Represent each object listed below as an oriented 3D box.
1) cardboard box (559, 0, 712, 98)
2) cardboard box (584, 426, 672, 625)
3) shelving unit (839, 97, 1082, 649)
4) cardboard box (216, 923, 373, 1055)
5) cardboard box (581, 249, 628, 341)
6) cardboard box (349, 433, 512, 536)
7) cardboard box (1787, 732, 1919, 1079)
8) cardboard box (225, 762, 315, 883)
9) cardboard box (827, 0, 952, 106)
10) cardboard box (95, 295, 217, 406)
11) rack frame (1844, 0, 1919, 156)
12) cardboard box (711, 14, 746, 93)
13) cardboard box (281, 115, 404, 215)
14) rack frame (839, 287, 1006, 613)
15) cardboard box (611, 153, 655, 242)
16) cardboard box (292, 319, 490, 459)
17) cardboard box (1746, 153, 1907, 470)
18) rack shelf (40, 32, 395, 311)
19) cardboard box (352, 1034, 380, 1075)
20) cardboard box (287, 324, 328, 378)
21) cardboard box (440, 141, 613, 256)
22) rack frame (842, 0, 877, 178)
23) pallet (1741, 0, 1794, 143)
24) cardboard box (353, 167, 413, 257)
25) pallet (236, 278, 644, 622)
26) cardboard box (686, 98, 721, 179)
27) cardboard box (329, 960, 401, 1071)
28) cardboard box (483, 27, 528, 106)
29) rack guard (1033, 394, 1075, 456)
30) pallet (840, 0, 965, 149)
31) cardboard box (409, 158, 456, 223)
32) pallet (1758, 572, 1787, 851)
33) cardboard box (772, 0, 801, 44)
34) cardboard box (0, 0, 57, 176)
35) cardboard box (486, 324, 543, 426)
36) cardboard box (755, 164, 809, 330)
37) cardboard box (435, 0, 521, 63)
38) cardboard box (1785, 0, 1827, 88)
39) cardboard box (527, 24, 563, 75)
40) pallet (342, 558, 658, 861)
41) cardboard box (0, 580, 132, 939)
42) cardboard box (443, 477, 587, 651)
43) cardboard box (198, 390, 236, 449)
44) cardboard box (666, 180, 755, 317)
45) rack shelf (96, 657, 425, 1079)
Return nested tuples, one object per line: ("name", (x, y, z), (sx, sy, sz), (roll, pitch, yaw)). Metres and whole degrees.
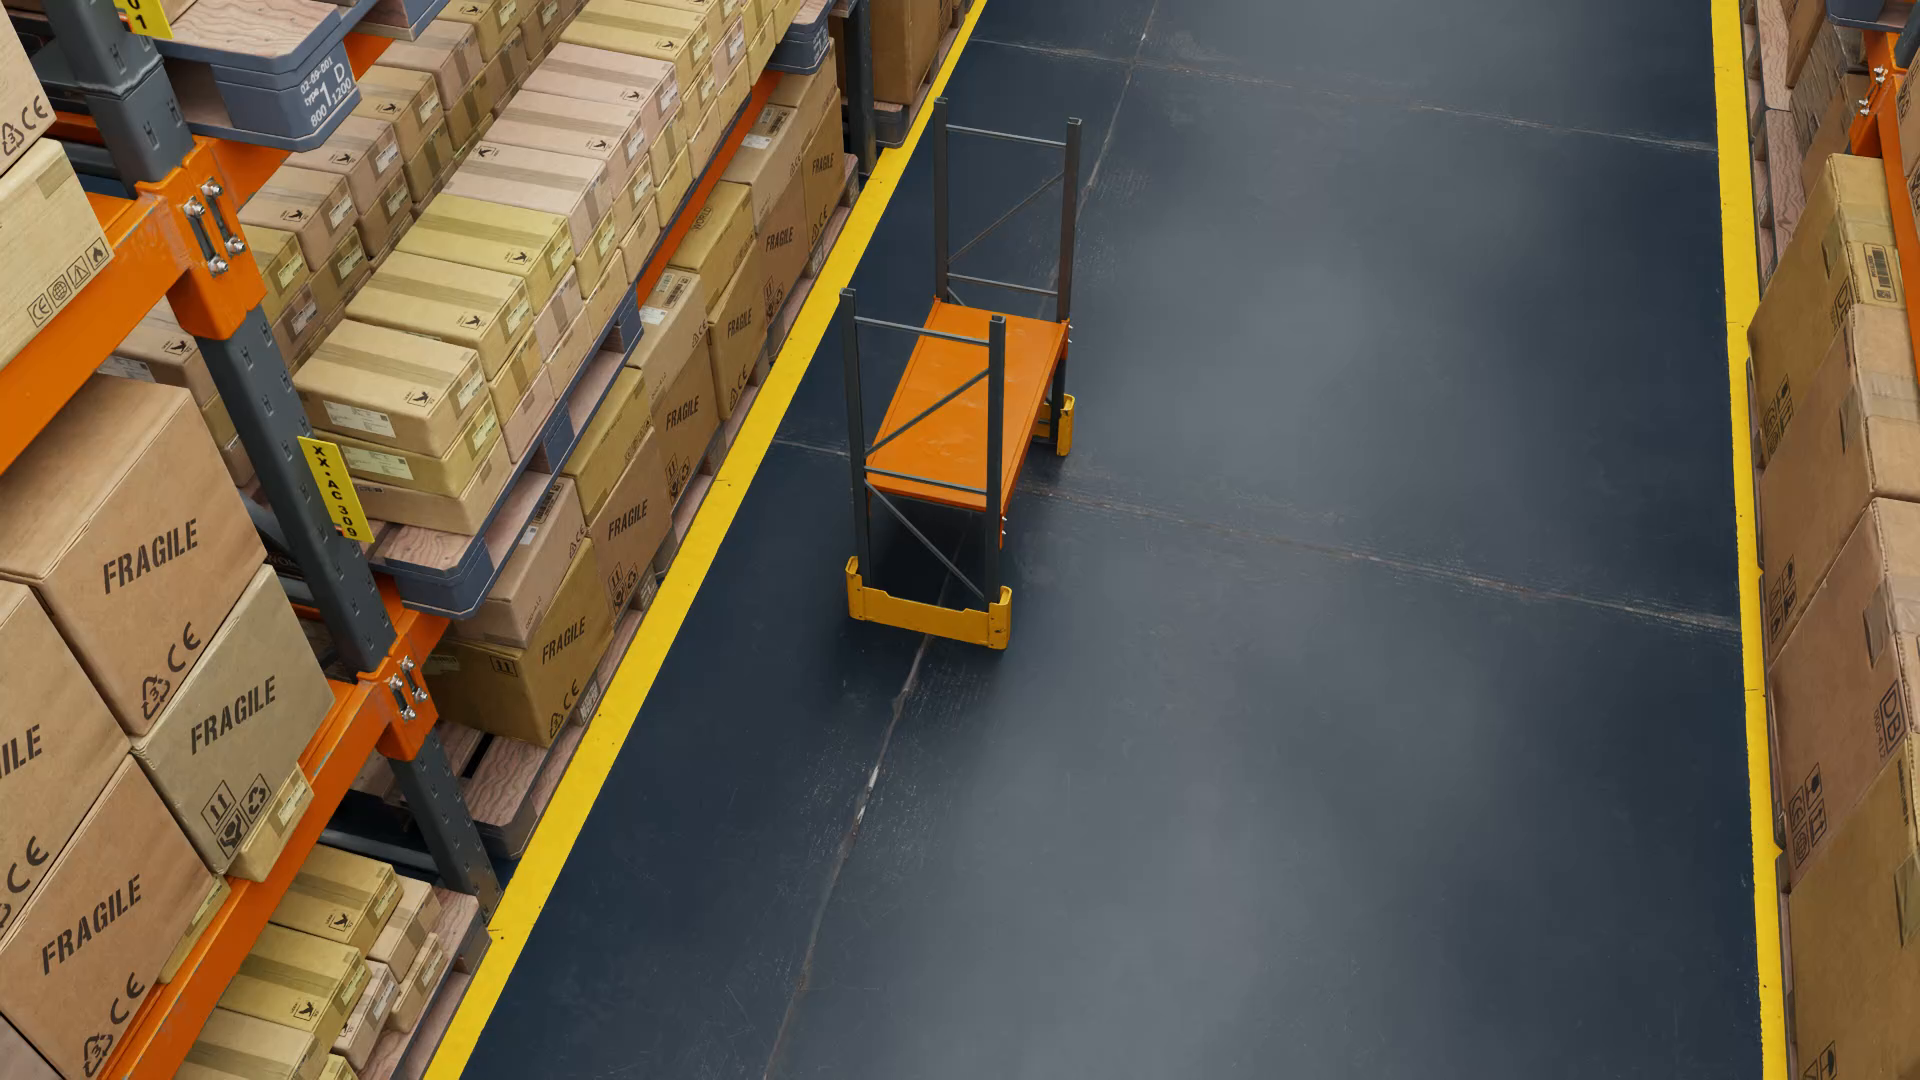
("cardboard box", (-0.986, -1.504, 5.067), (0.380, 0.149, 0.250), (13, 50, 11))
("cardboard box", (-1.352, -0.103, 5.727), (0.500, 0.500, 0.500), (14, 50, 12))
("shelving unit", (0.020, -0.551, 5.736), (0.587, 1.500, 1.083), (12, 50, 10))
("cardboard box", (-1.811, 1.183, 4.430), (0.380, 0.149, 0.250), (12, 50, 11))
("cardboard box", (-1.189, -0.739, 4.789), (0.380, 0.149, 0.250), (12, 50, 10))
("cardboard box", (-1.393, -0.176, 4.292), (0.380, 0.149, 0.250), (9, 49, 8))
("cardboard box", (2.968, 1.223, 4.307), (1.225, 0.875, 0.875), (12, 50, 10))
("cardboard box", (-1.752, 0.618, 3.872), (0.380, 0.149, 0.250), (10, 49, 9))
("cardboard box", (-0.640, -2.636, 7.796), (1.050, 0.750, 0.750), (11, 49, 10))
("cardboard box", (-2.023, -0.507, 4.188), (0.380, 0.149, 0.250), (14, 50, 12))
("rack frame", (3.871, -1.767, 5.809), (1.000, 3.000, 0.127), (12, 50, 10))
("cardboard box", (-0.915, -1.593, 5.344), (0.380, 0.149, 0.250), (13, 50, 11))
("cardboard box", (-1.814, -1.078, 4.692), (0.380, 0.149, 0.250), (11, 50, 10))
("rack frame", (-0.111, -0.190, 5.418), (0.500, 1.500, 0.032), (12, 50, 10))
("cardboard box", (-1.122, -1.033, 4.850), (0.380, 0.149, 0.250), (13, 50, 12))
("cardboard box", (-1.393, -0.373, 4.069), (0.380, 0.149, 0.250), (14, 50, 12))
("cardboard box", (3.670, -0.708, 6.011), (1.225, 0.875, 0.875), (9, 49, 8))
("rack shelf", (-1.414, -2.127, 4.606), (1.077, 0.370, 4.000), (12, 50, 10))
("cardboard box", (-1.864, 1.401, 4.634), (0.380, 0.149, 0.250), (13, 50, 11))
("cardboard box", (-1.959, -0.496, 4.575), (0.380, 0.149, 0.250), (12, 50, 10))
("cardboard box", (-1.187, -0.941, 4.570), (0.380, 0.149, 0.250), (11, 49, 10))
("rack frame", (-0.887, -2.819, 6.737), (1.000, 3.000, 0.127), (12, 50, 10))
("pallet", (4.401, -2.289, 8.129), (1.003, 0.211, 1.213), (12, 50, 10))
("cardboard box", (-1.822, -0.975, 4.799), (0.380, 0.149, 0.250), (10, 49, 9))
("pallet", (-1.598, -0.386, 4.718), (1.003, 0.211, 1.213), (12, 50, 10))
("cardboard box", (-0.985, -1.303, 5.287), (0.380, 0.149, 0.250), (10, 49, 8))
("cardboard box", (-1.775, 1.269, 4.552), (0.380, 0.149, 0.250), (9, 49, 8))
("cardboard box", (-1.613, -1.536, 5.294), (0.380, 0.149, 0.250), (13, 50, 11))
("rack guard", (0.151, -0.498, 6.523), (0.587, 0.250, 0.087), (12, 50, 10))
("pallet", (-0.607, -2.452, 8.273), (1.003, 0.211, 1.213), (12, 50, 10))
("cardboard box", (-1.757, -1.059, 5.072), (0.380, 0.149, 0.250), (10, 49, 8))
("pallet", (3.268, 0.591, 5.588), (1.003, 0.211, 1.213), (12, 50, 10))
("cardboard box", (-0.777, -1.882, 5.798), (0.380, 0.149, 0.250), (11, 49, 10))
("cardboard box", (-1.816, -0.650, 2.589), (0.500, 0.250, 0.500), (9, 49, 8))
("cardboard box", (-1.326, -0.462, 4.346), (0.380, 0.149, 0.250), (11, 49, 9))
("cardboard box", (-0.948, -1.228, 6.721), (0.500, 0.500, 0.500), (13, 50, 12))
("cardboard box", (-1.609, -1.645, 5.192), (0.380, 0.149, 0.250), (11, 49, 10))
("cardboard box", (4.305, -2.389, 7.732), (0.700, 0.500, 0.500), (15, 50, 13))
("cardboard box", (-1.547, -1.632, 5.577), (0.380, 0.149, 0.250), (12, 50, 11))
("pallet", (-1.736, 0.434, 5.727), (1.003, 0.211, 1.213), (12, 50, 10))
("cardboard box", (-1.934, 0.380, 2.982), (0.500, 0.500, 0.500), (10, 49, 9))
("cardboard box", (-1.491, 0.032, 5.108), (0.500, 0.250, 0.500), (10, 49, 8))
("cardboard box", (-2.026, -0.407, 4.297), (0.380, 0.149, 0.250), (13, 50, 11))
("cardboard box", (-1.086, -1.101, 6.108), (0.500, 0.250, 0.500), (13, 50, 11))
("rack shelf", (-2.466, 1.759, 3.177), (1.077, 0.370, 4.000), (12, 50, 10))
